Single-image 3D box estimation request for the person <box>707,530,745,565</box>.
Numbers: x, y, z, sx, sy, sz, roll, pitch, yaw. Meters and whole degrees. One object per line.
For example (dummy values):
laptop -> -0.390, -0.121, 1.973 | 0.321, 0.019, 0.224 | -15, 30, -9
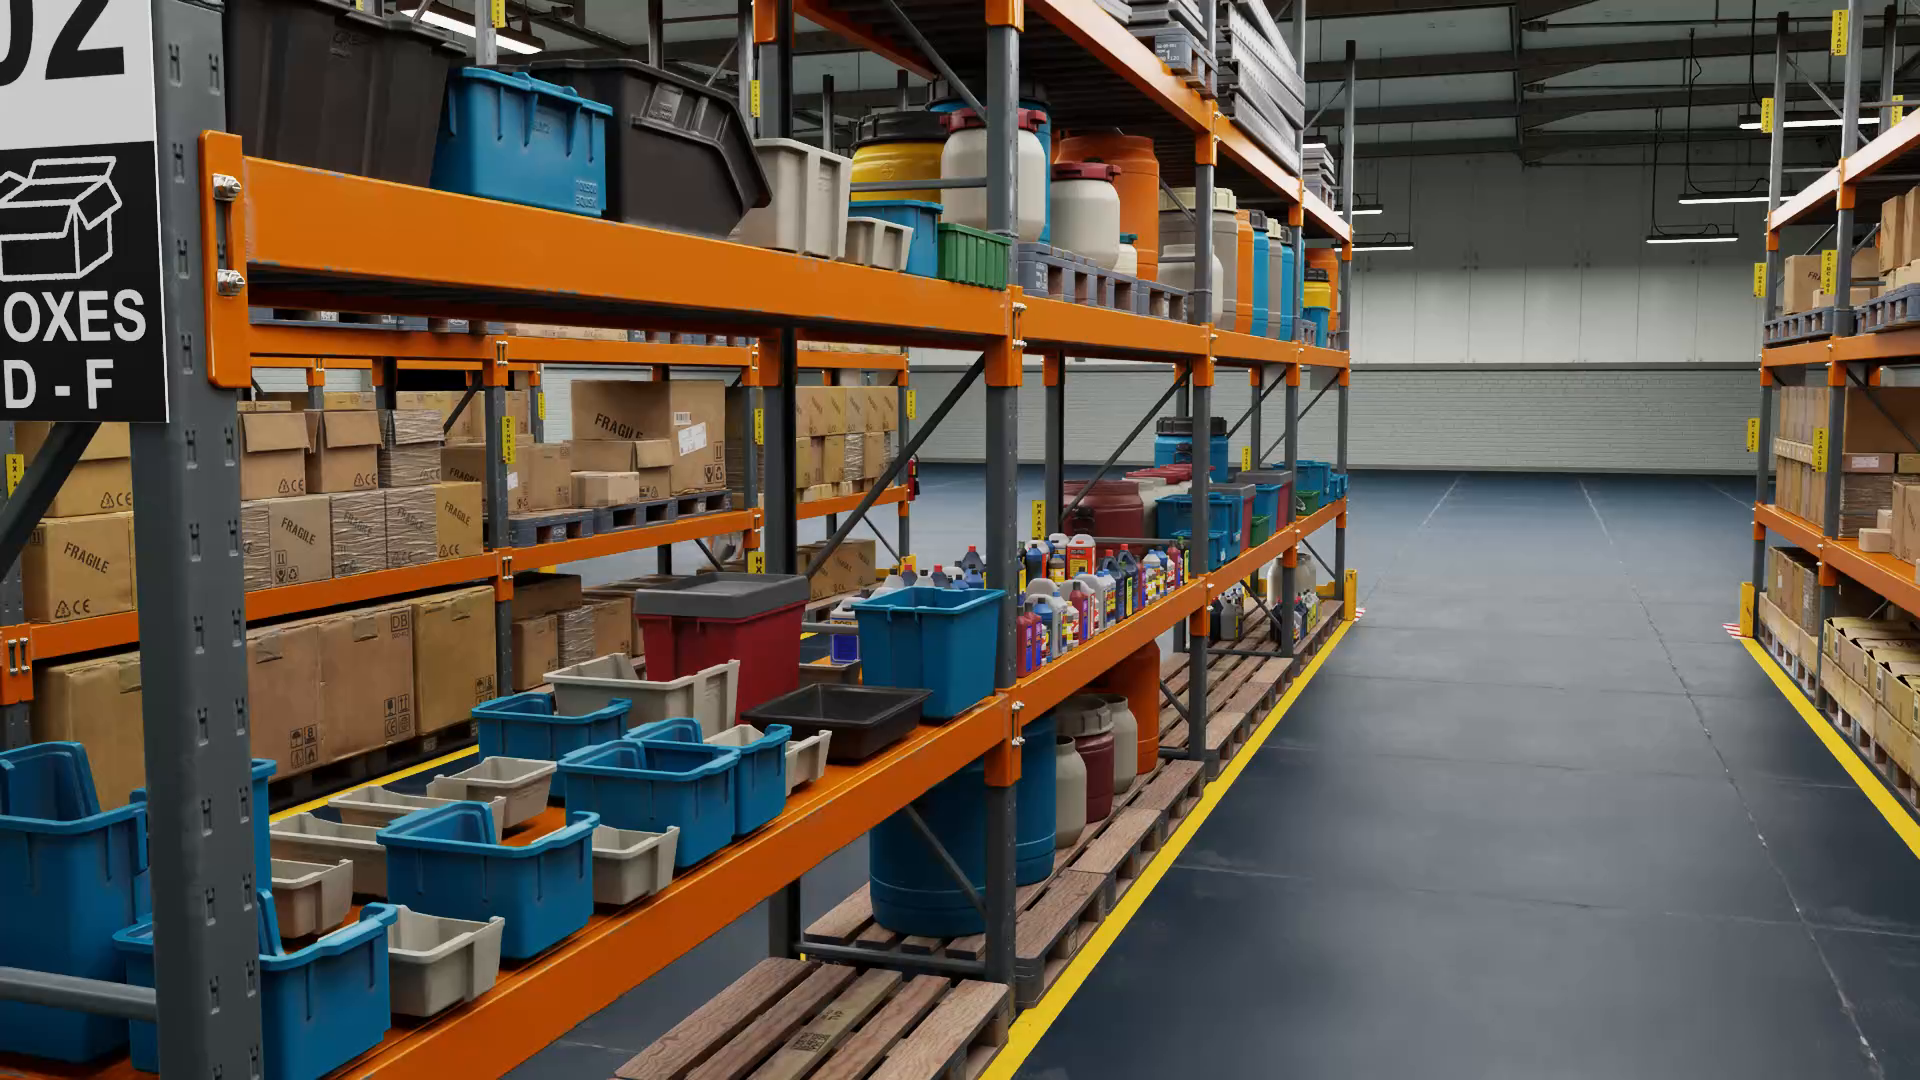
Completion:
person -> -2.585, 0.048, 18.956 | 0.536, 1.324, 0.758 | 2, 6, 16
